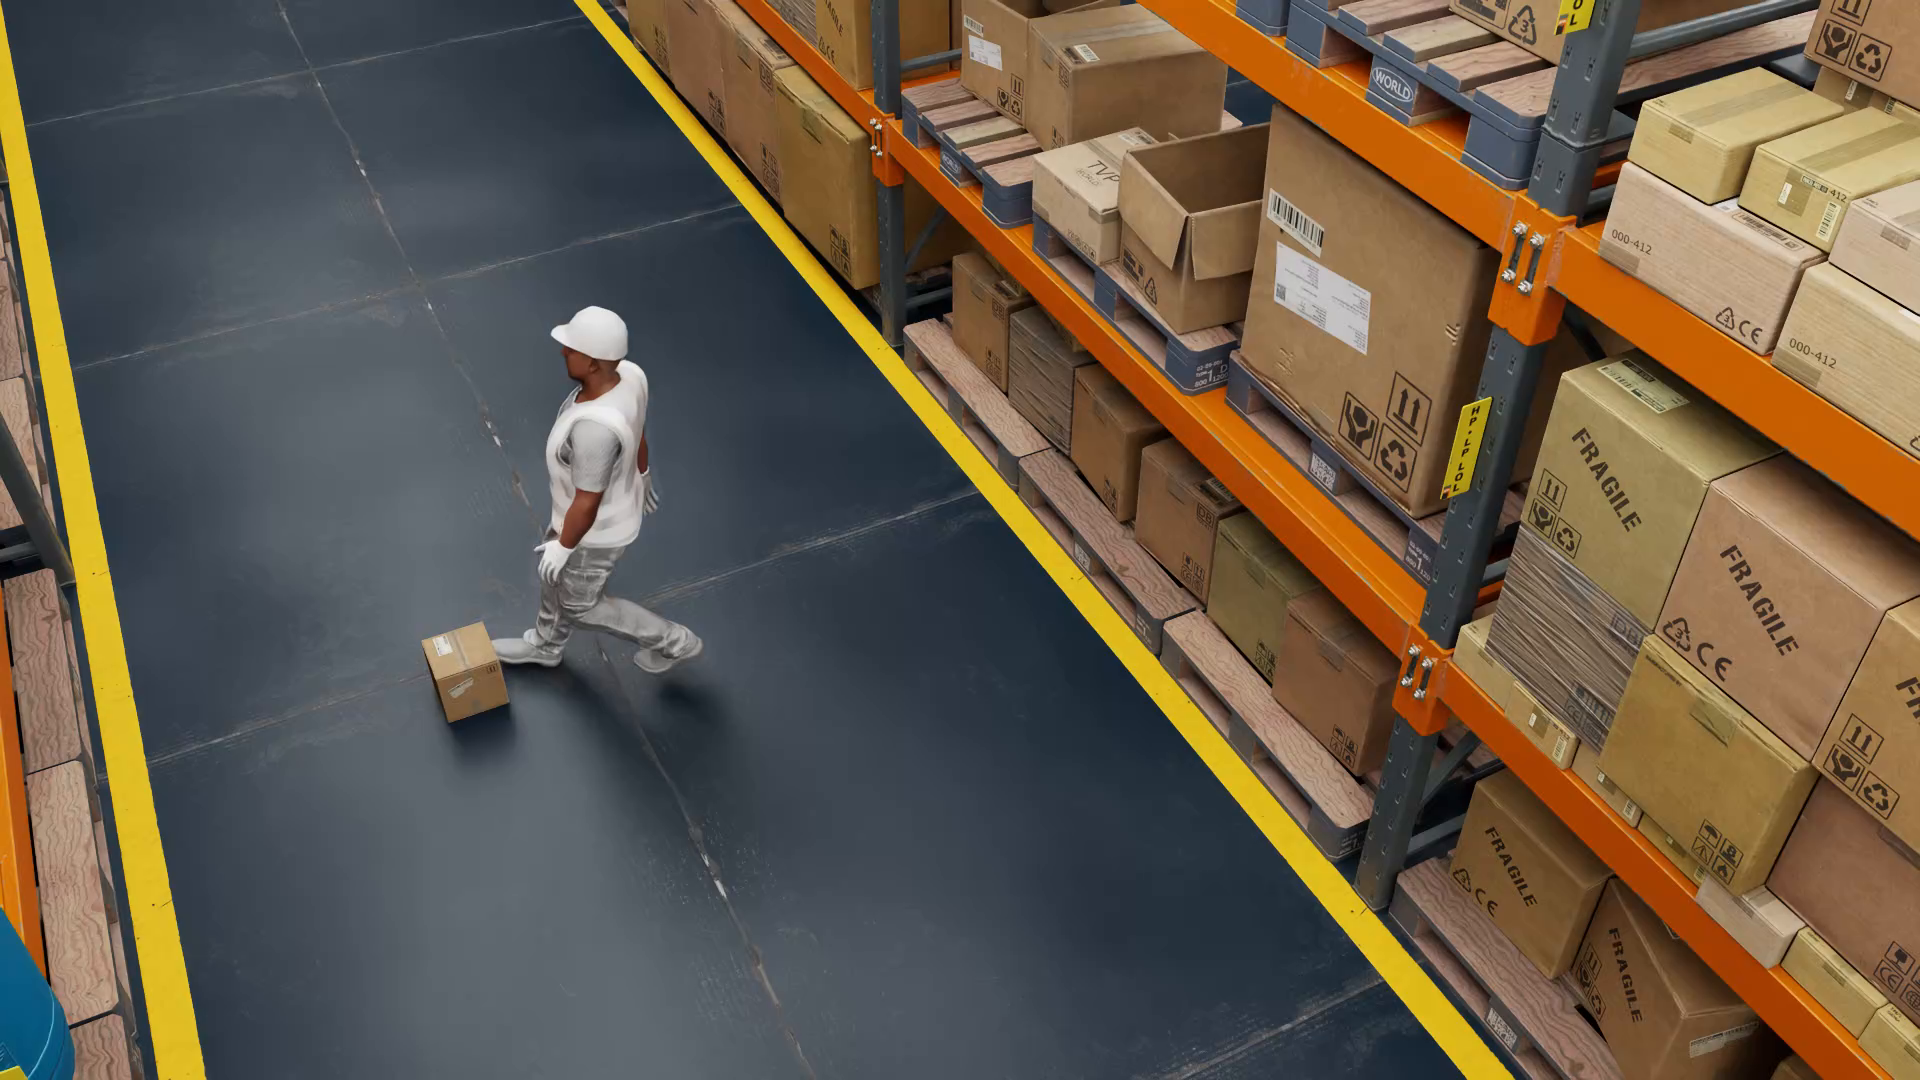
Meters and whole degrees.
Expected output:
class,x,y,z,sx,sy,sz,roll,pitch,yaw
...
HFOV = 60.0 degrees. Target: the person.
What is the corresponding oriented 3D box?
class,x,y,z,sx,sy,sz,roll,pitch,yaw
person,-1.493,-0.116,6.327,0.922,1.717,0.620,0,41,0
